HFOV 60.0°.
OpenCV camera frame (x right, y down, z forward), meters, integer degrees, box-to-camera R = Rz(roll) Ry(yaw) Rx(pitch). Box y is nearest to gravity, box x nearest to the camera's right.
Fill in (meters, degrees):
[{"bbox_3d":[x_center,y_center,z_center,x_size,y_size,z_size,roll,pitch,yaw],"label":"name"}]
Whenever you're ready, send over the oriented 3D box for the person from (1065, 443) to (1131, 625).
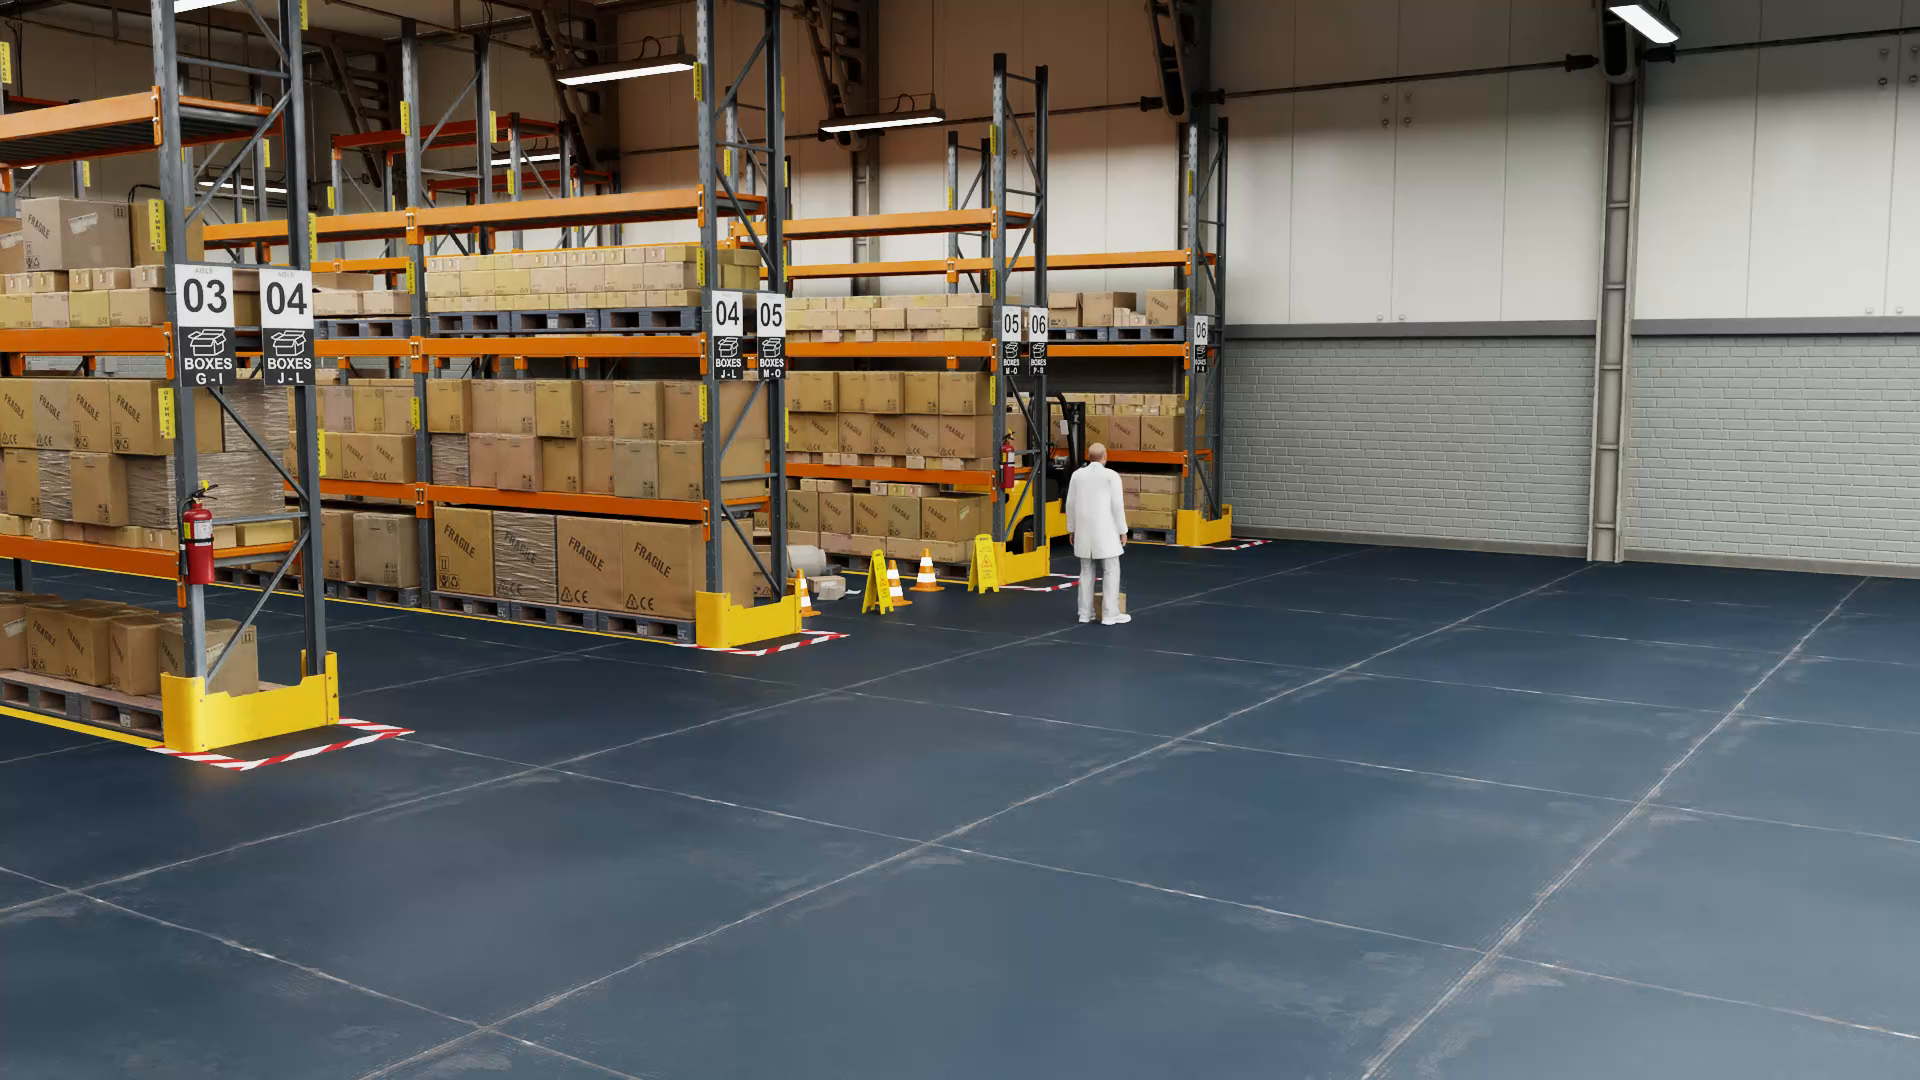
[{"bbox_3d":[1.350,-0.069,16.405,0.649,1.772,0.429,4,7,30],"label":"person"}]
